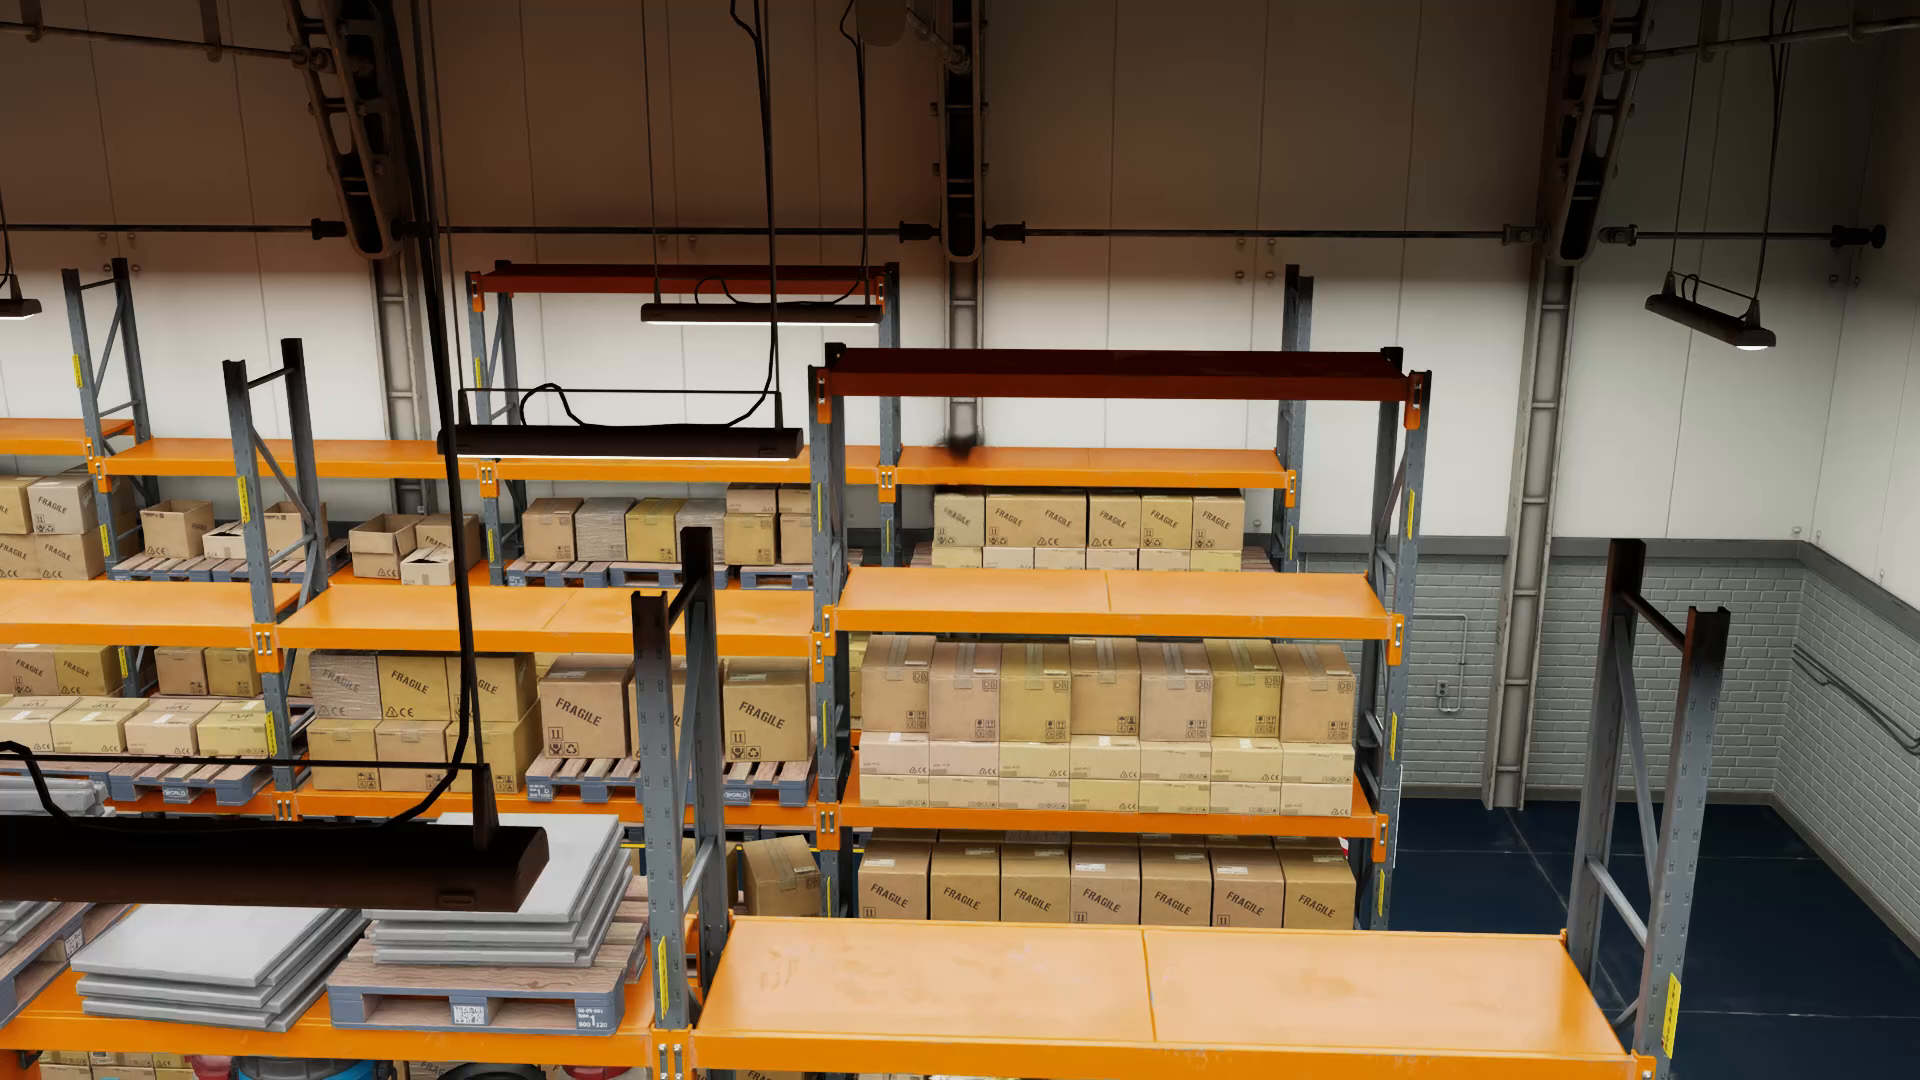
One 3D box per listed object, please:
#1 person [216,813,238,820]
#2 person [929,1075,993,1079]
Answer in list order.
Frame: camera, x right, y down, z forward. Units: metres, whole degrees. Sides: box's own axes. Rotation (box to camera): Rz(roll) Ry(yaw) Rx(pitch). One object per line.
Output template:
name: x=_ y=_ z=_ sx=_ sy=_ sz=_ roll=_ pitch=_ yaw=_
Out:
person: x=-6.525 y=3.080 z=14.854 sx=0.674 sy=1.793 sz=0.415 roll=1 pitch=16 yaw=2
person: x=0.024 y=4.085 z=11.586 sx=0.567 sy=1.729 sz=0.421 roll=-9 pitch=19 yaw=-29
